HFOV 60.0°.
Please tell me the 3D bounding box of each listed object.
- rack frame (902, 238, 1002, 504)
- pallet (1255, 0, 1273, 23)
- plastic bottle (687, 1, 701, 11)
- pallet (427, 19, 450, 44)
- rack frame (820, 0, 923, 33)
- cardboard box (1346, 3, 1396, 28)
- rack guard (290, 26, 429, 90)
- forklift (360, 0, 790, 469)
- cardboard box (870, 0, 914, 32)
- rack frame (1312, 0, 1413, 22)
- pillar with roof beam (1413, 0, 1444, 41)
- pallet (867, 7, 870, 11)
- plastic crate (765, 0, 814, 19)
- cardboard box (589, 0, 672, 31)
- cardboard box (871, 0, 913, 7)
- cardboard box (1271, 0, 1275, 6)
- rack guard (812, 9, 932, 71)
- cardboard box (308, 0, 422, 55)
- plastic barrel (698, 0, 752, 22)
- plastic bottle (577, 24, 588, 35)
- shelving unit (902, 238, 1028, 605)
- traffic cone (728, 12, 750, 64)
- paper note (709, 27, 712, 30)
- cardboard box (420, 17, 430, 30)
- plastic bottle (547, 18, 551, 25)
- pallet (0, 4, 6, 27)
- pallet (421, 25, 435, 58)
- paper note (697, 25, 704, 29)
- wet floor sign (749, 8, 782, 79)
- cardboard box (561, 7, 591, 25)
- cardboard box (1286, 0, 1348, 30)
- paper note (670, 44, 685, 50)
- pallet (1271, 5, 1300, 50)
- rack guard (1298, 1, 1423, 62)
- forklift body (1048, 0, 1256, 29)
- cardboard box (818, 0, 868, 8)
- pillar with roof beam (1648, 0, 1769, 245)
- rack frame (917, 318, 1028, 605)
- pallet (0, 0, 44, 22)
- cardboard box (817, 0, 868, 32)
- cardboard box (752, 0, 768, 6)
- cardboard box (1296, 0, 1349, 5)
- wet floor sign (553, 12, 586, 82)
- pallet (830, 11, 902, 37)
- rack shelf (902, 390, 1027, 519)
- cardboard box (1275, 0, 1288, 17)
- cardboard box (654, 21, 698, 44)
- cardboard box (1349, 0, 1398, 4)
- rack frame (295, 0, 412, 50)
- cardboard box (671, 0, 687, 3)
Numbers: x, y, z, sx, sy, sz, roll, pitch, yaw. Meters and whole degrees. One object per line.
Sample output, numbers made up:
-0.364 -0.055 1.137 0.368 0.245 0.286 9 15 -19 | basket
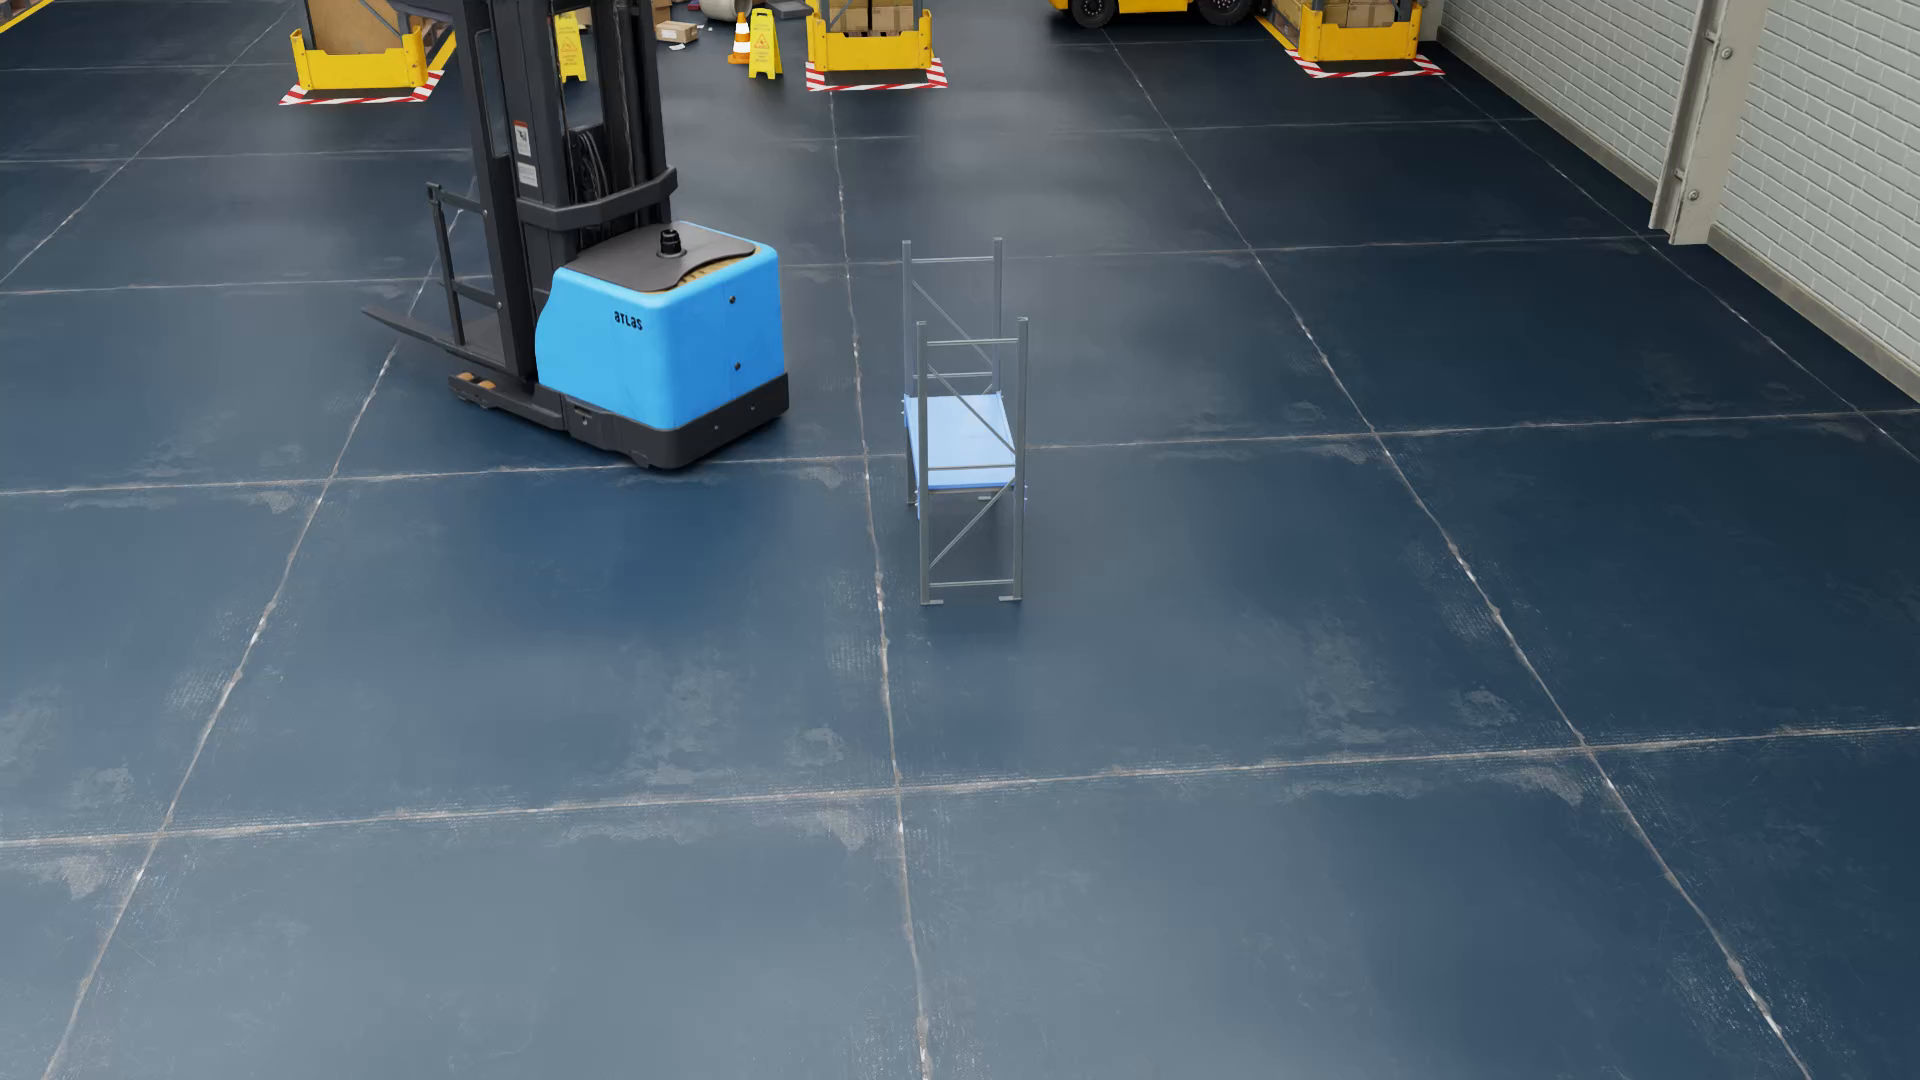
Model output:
-0.040 -0.860 8.727 0.500 1.500 0.032 -3 31 -5 | rack frame
3.846 -6.085 18.731 1.003 0.211 1.213 -3 31 -5 | pallet
-2.992 -6.064 18.843 0.133 0.061 0.283 2 31 4 | plastic bottle
-6.054 -5.572 17.873 1.003 0.211 1.213 -3 31 -5 | pallet
-0.872 -6.032 15.924 1.000 3.000 0.127 -3 31 -5 | rack frame
4.219 -5.532 17.358 0.500 0.250 0.500 -3 31 -4 | cardboard box
-5.788 -4.658 16.061 1.175 0.500 0.348 -3 31 -5 | rack guard
-2.504 -2.250 9.659 3.031 2.935 1.130 21 37 31 | forklift
-0.672 -5.457 17.233 0.500 0.250 0.500 -3 31 -5 | cardboard box
4.070 -6.272 16.325 1.000 3.000 0.127 -3 31 -5 | rack frame
0.616 -9.040 15.109 9.100 9.000 0.400 -3 31 -5 | pillar with roof beam
-1.030 -5.912 18.441 1.003 0.211 1.213 -3 31 -5 | pallet
-1.915 -5.980 18.684 0.402 0.080 0.583 -14 33 -22 | plastic crate
-3.556 -5.736 17.862 0.637 0.503 0.797 27 40 37 | cardboard box
-0.675 -5.791 17.061 0.500 0.500 0.500 -4 31 -6 | cardboard box
3.637 -6.007 18.153 0.500 0.250 0.500 -2 31 -4 | cardboard box
-0.879 -4.998 16.629 1.175 0.500 0.348 -3 31 -5 | rack guard
-5.920 -5.354 16.452 0.875 0.875 0.875 -3 31 -4 | cardboard box
-2.572 -5.908 18.228 0.512 0.421 0.421 20 36 29 | plastic barrel
-4.109 -5.507 17.911 0.133 0.061 0.283 -14 33 -22 | plastic bottle
0.008 -0.600 8.292 0.538 1.500 1.048 -3 31 -5 | shelving unit
-2.196 -5.101 16.838 0.336 0.463 0.334 -3 31 -5 | traffic cone
-2.703 -5.536 18.008 0.032 0.001 0.123 -3 31 -5 | paper note
-6.004 -5.804 17.204 0.875 0.875 0.875 -3 31 -5 | cardboard box
-4.579 -5.673 18.188 0.283 0.061 0.133 -14 33 -22 | plastic bottle
-10.897 -5.437 17.646 1.003 0.211 1.213 -3 31 -5 | pallet
-5.943 -4.951 16.832 1.003 0.211 1.213 -3 31 -5 | pallet
-2.872 -5.581 18.074 0.148 0.019 0.142 8 32 13 | paper note
-1.919 -4.873 16.279 0.267 0.644 0.232 8 32 13 | wet floor sign
-4.170 -5.822 18.239 0.396 0.266 0.258 2 31 4 | cardboard box
3.711 -5.496 17.299 0.500 0.250 0.500 -3 31 -4 | cardboard box
-2.942 -5.145 17.333 0.148 0.019 0.142 -14 33 -22 | paper note
3.957 -5.463 17.690 1.003 0.211 1.213 -3 31 -5 | pallet
4.072 -5.186 16.945 1.175 0.500 0.348 -3 31 -5 | rack guard
2.076 -6.788 18.017 2.313 2.155 1.214 -3 31 -5 | forklift body
-1.206 -5.750 16.993 0.500 0.500 0.500 -3 31 -4 | cardboard box
1.177 -5.976 9.980 9.100 9.000 0.400 -3 31 -5 | pillar with roof beam
0.055 -0.341 7.858 0.500 1.500 0.032 -3 31 -5 | rack frame
-11.014 -6.061 18.691 1.003 0.211 1.213 -3 31 -5 | pallet
-1.217 -5.444 17.211 0.500 0.250 0.500 -3 31 -5 | cardboard box
-2.500 -6.390 18.958 0.500 0.500 0.500 20 36 29 | cardboard box
3.713 -5.720 17.185 0.500 0.250 0.500 -3 31 -5 | cardboard box
-3.817 -4.813 16.178 0.267 0.644 0.232 -8 32 -13 | wet floor sign
-0.920 -5.290 17.401 1.003 0.211 1.213 -3 31 -5 | pallet
0.008 -0.446 8.385 0.538 0.185 1.000 -3 31 -5 | rack shelf
3.674 -5.751 17.724 0.500 0.250 0.500 -3 31 -5 | cardboard box
-3.005 -5.380 17.612 0.380 0.149 0.250 13 33 21 | cardboard box
4.233 -5.736 17.213 0.500 0.250 0.500 -2 31 -4 | cardboard box
-5.791 -5.743 15.440 1.000 3.000 0.127 -3 31 -5 | rack frame
-3.306 -6.382 19.175 0.396 0.266 0.258 27 40 37 | cardboard box
